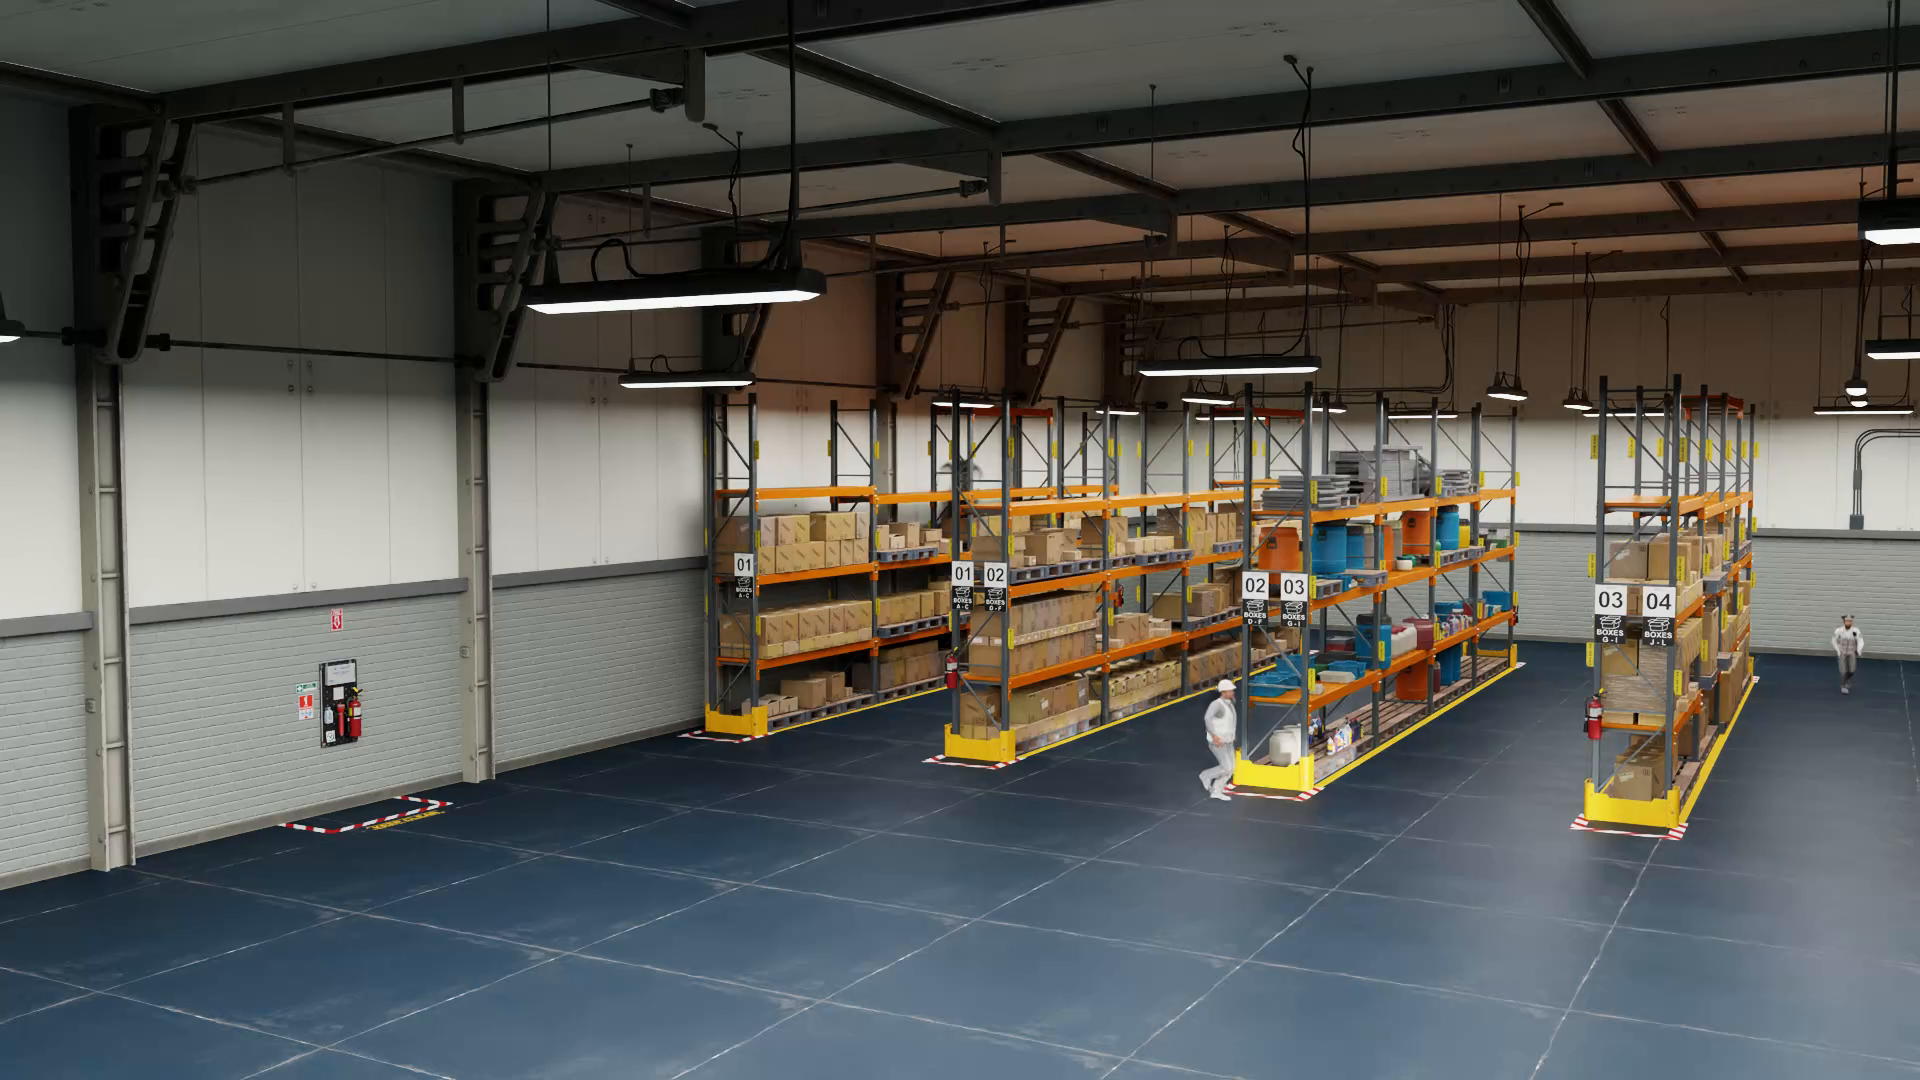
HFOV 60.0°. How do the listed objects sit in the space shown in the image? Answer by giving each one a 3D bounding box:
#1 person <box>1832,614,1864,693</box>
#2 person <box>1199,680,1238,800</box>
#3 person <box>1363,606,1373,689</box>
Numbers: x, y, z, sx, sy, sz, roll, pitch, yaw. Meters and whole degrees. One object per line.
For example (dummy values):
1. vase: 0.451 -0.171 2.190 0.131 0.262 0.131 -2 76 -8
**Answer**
1. person: 18.290 2.343 34.264 0.591 1.638 0.510 1 3 21
2. person: 3.702 2.861 23.836 0.551 1.739 0.721 2 4 39
3. person: 8.663 2.257 34.992 0.614 1.748 0.725 1 3 23
